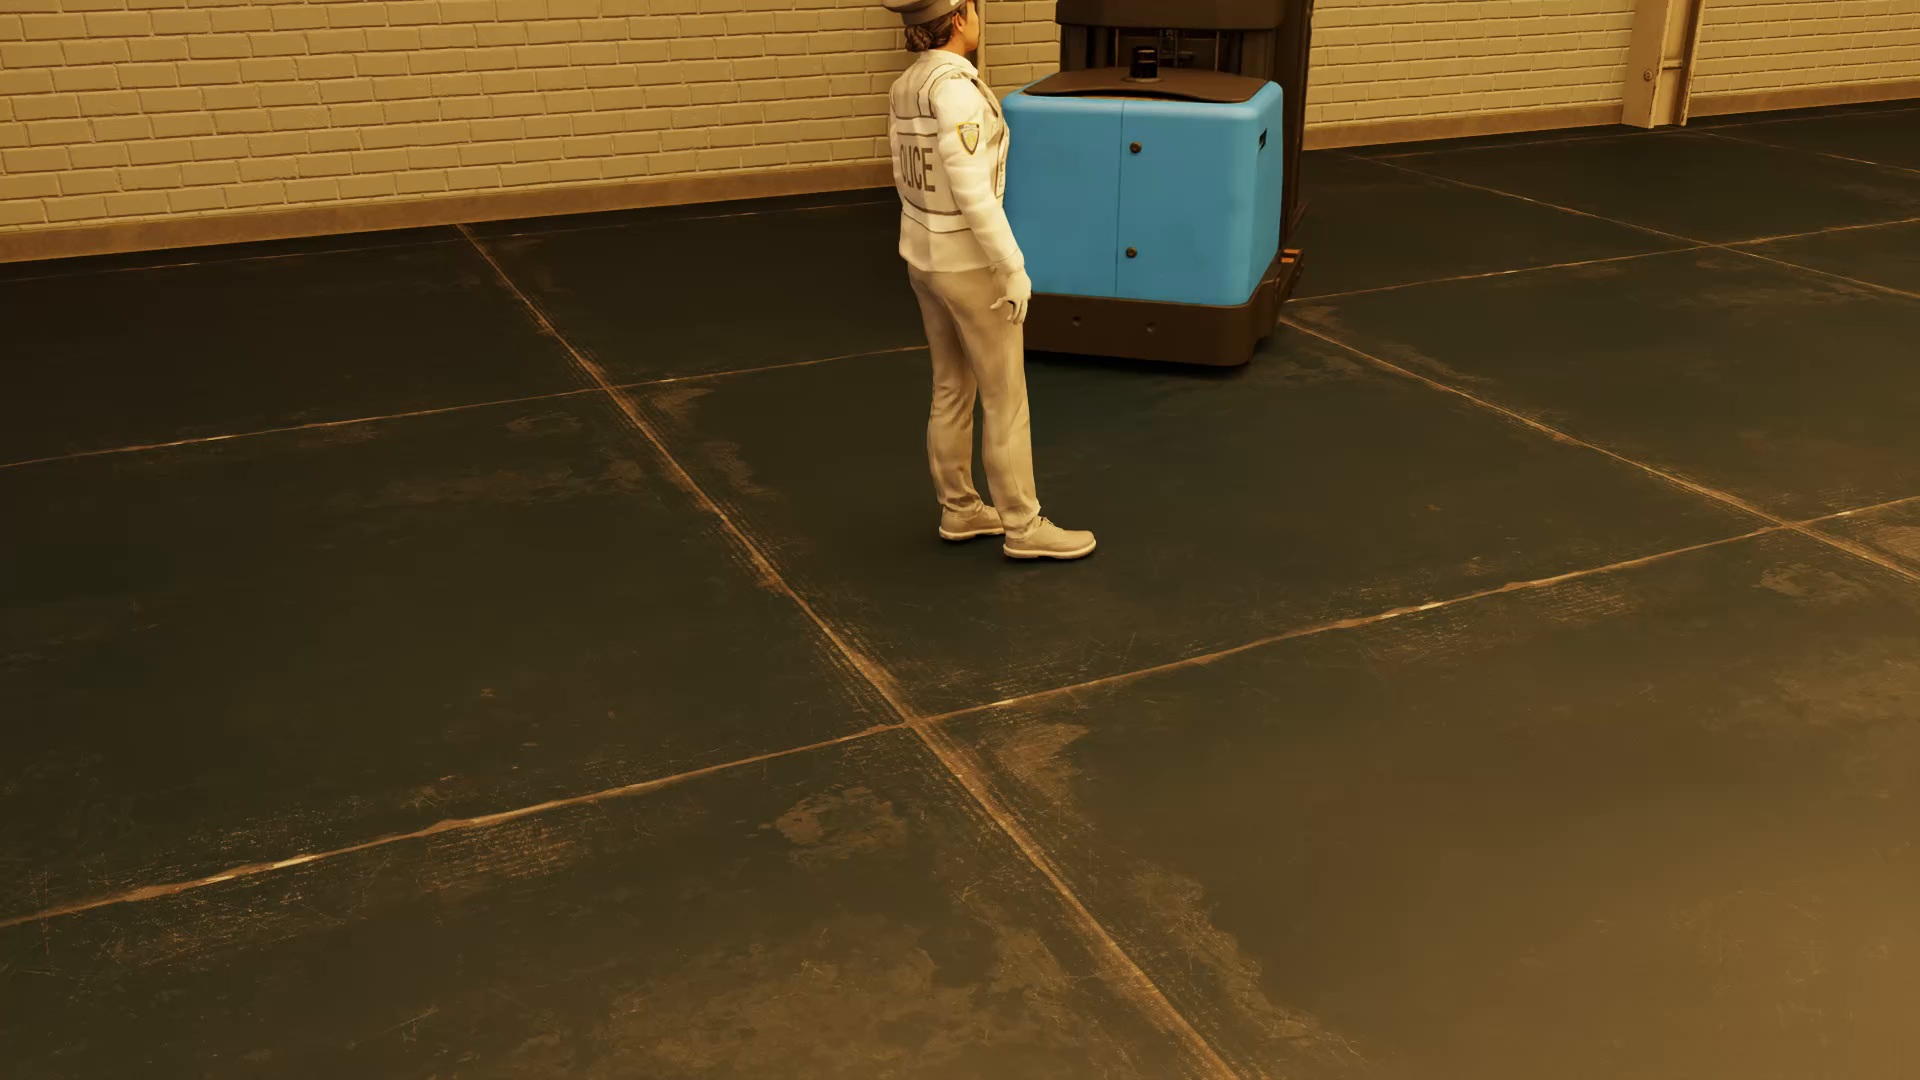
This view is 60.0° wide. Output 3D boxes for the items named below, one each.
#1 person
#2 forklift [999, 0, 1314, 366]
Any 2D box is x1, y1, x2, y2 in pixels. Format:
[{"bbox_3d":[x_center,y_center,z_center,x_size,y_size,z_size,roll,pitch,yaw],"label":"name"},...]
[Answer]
[{"bbox_3d":[0.065,-0.798,4.800,0.532,1.694,0.586,-10,25,-23],"label":"person"},{"bbox_3d":[1.059,-2.578,7.491,1.130,2.935,3.031,7,23,16],"label":"forklift"}]
